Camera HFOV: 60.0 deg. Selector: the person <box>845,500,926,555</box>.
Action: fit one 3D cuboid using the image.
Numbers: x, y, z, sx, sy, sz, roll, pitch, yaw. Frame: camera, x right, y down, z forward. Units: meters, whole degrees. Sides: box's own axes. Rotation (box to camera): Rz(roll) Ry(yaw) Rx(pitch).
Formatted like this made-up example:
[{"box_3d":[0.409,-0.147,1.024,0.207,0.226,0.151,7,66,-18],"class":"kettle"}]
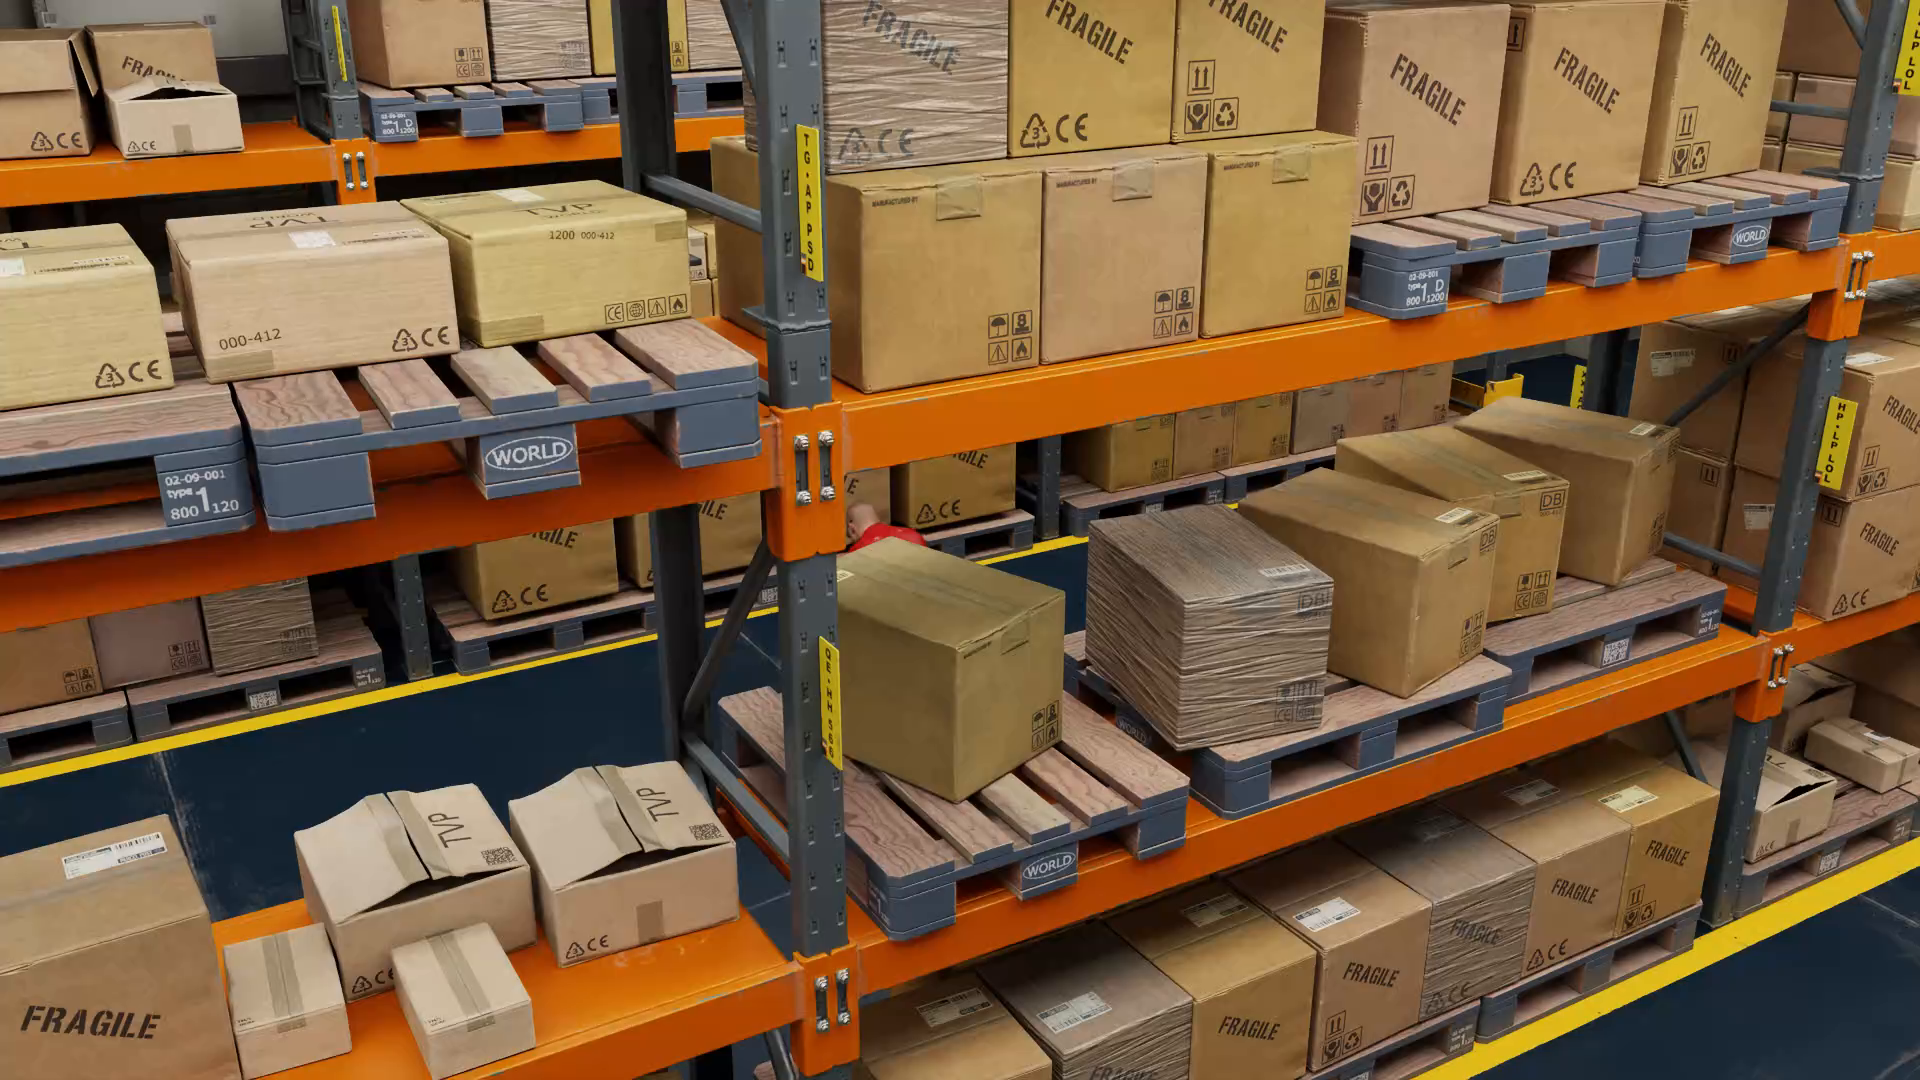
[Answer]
[{"box_3d":[-0.338,0.325,8.593,0.541,0.985,0.888,-13,25,-29],"class":"person"}]
